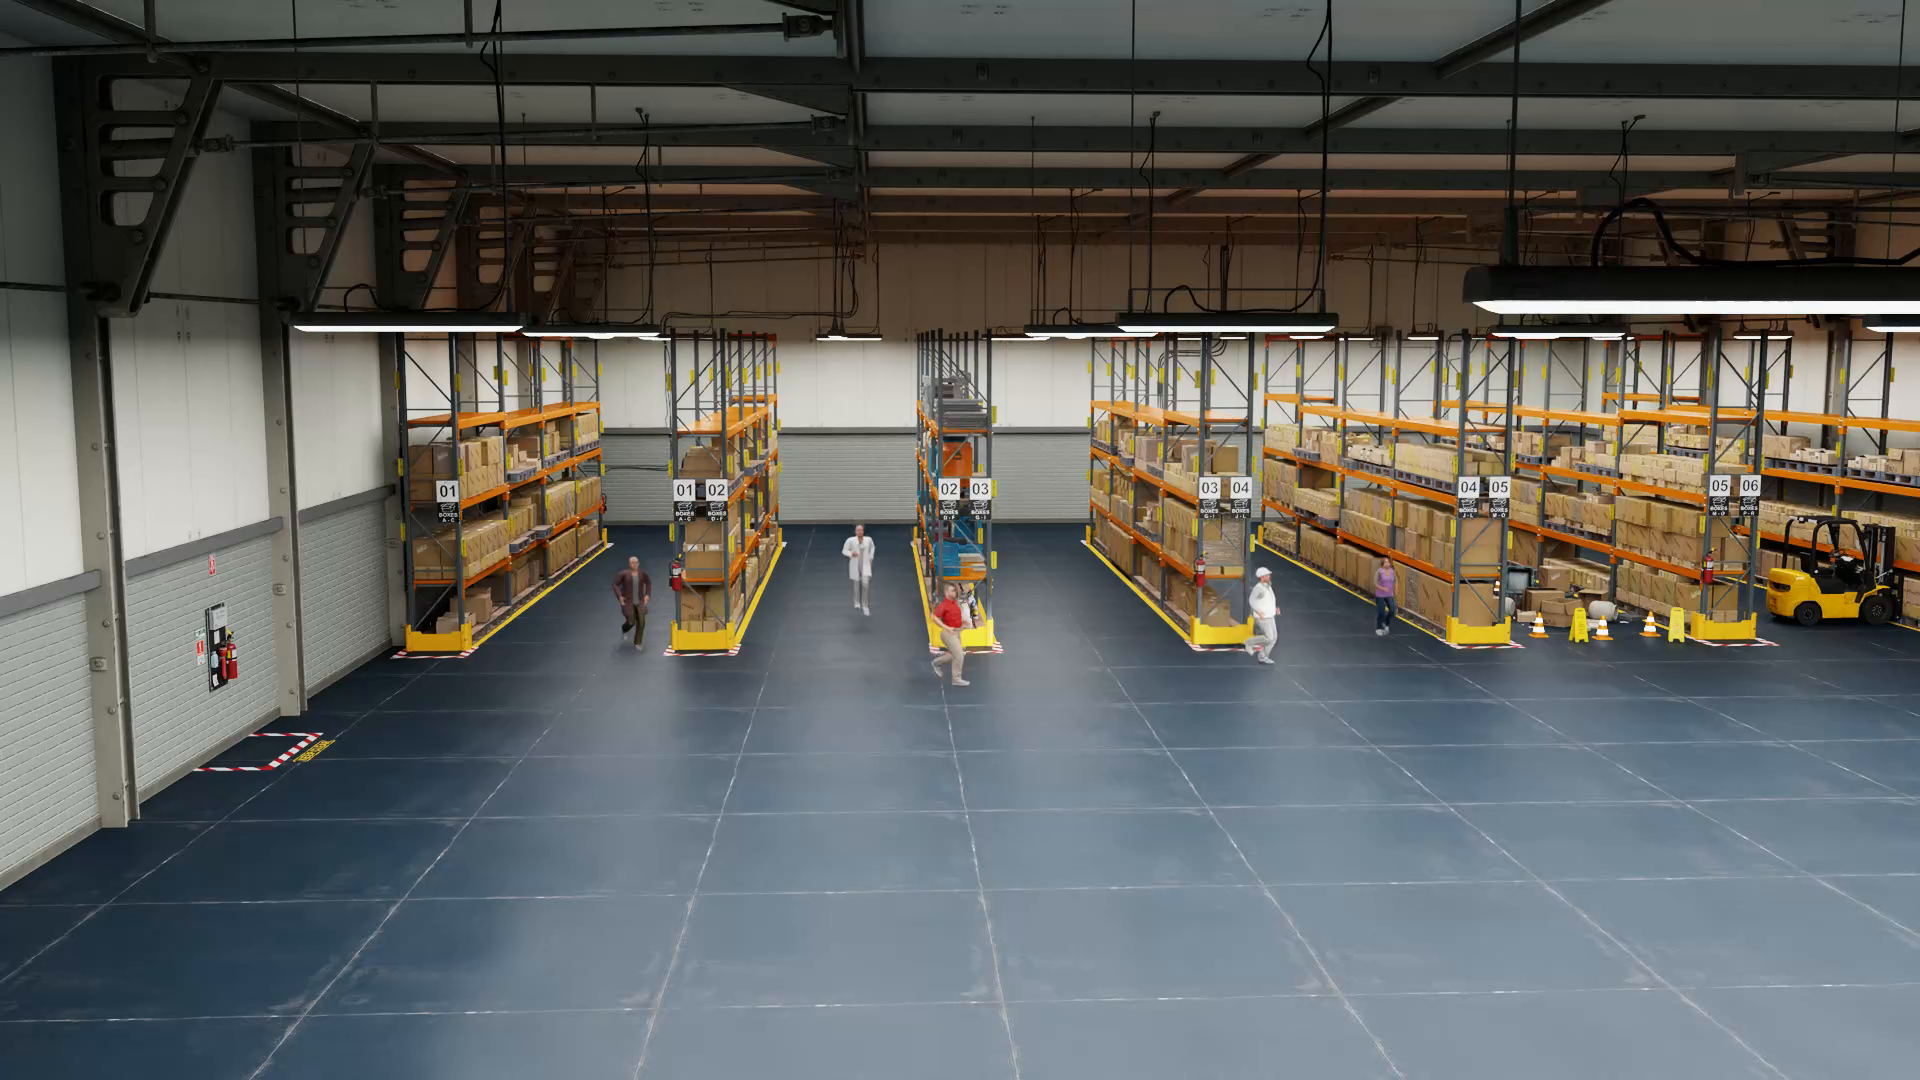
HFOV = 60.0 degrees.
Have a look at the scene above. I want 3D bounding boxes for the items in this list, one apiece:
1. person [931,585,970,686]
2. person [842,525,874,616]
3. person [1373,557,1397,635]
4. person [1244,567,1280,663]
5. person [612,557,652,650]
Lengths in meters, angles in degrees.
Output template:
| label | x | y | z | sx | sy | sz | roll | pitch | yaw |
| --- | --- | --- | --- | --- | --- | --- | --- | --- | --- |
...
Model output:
| label | x | y | z | sx | sy | sz | roll | pitch | yaw |
| --- | --- | --- | --- | --- | --- | --- | --- | --- | --- |
| person | -0.184 | 1.592 | 27.993 | 0.779 | 1.682 | 0.672 | 3 | 7 | 25 |
| person | -2.094 | 0.606 | 34.428 | 0.684 | 1.842 | 0.861 | -1 | 7 | -8 |
| person | 8.348 | 1.103 | 32.544 | 0.573 | 1.565 | 0.607 | -1 | 7 | -9 |
| person | 5.443 | 1.356 | 29.936 | 0.587 | 1.730 | 0.671 | 5 | 8 | 34 |
| person | -6.178 | 1.234 | 31.388 | 0.761 | 1.687 | 0.656 | -4 | 8 | -28 |
